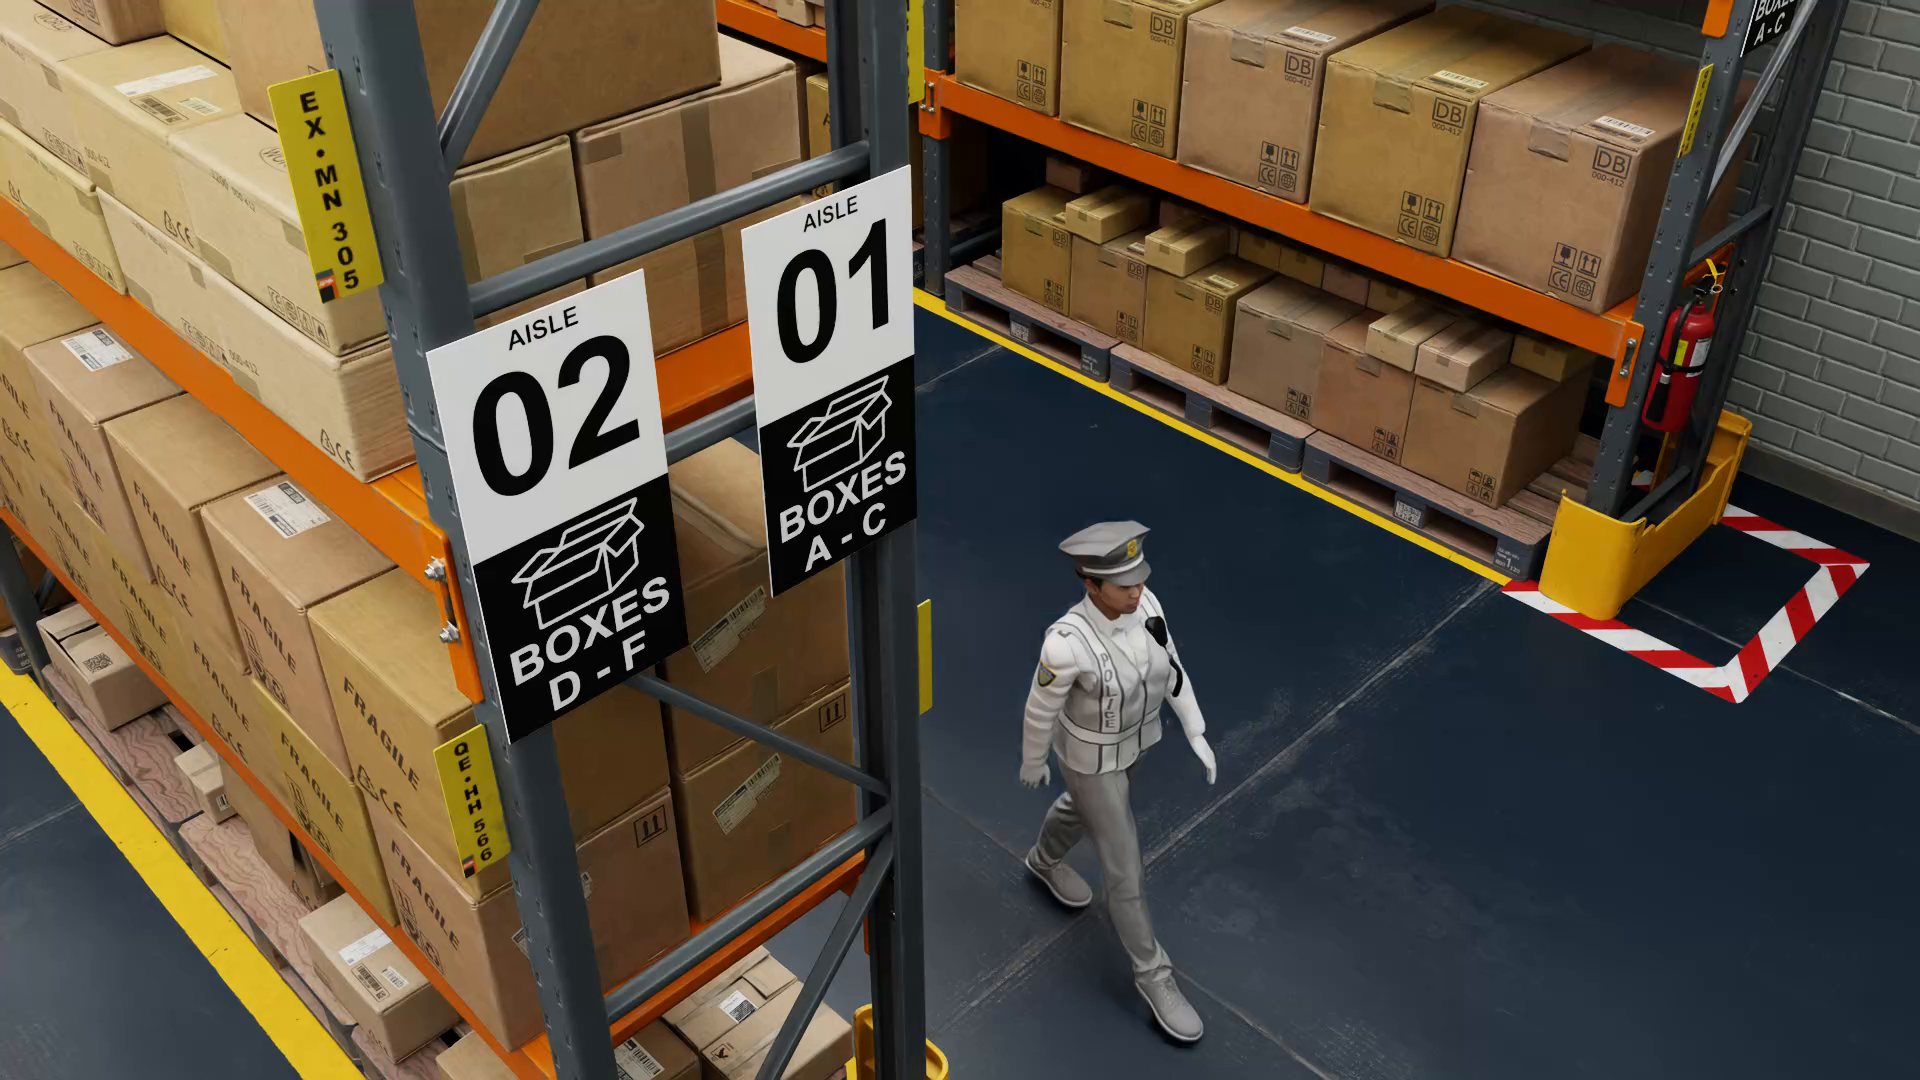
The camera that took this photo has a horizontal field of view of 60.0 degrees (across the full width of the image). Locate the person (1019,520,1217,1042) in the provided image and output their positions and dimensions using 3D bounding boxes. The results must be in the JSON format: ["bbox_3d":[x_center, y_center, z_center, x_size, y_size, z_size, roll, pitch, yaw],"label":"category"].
[{"bbox_3d":[0.543,0.674,5.152,0.896,1.650,0.502,28,44,33],"label":"person"}]
